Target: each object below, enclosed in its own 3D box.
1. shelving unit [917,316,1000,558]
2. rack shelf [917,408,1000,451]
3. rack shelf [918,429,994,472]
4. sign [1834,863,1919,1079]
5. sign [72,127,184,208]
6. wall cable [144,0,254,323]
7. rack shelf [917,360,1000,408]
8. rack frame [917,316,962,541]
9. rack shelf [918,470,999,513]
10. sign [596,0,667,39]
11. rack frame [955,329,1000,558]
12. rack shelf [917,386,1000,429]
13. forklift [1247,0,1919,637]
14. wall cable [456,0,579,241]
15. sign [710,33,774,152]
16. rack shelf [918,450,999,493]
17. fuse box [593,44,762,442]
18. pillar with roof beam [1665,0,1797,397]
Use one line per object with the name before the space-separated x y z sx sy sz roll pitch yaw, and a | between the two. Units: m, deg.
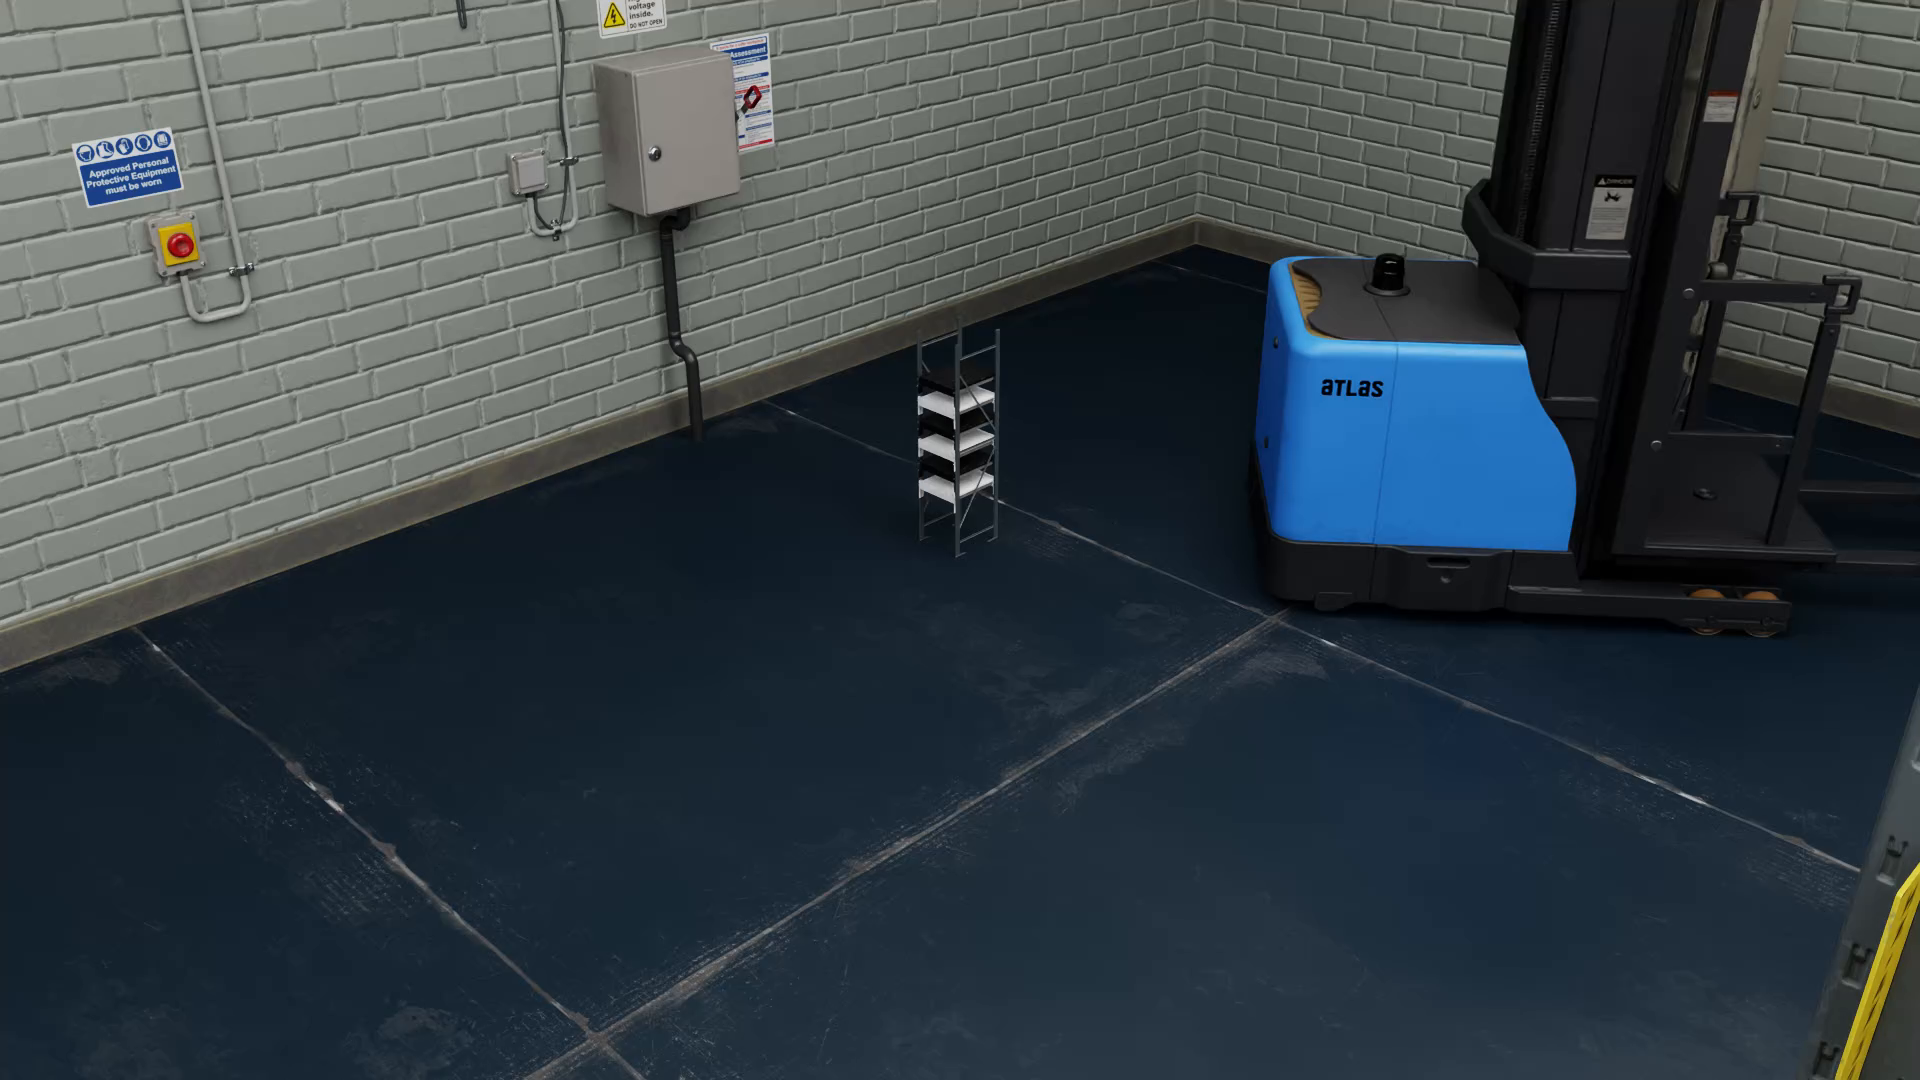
shelving unit | -0.006 -0.401 6.546 0.210 0.900 0.258 25 36 38
rack shelf | -0.006 -0.451 6.519 0.200 0.077 0.258 25 36 38
rack shelf | -0.006 -0.371 6.561 0.200 0.077 0.258 25 36 38
sign | 0.904 0.456 1.645 0.005 0.325 0.100 25 36 38
sign | -2.818 -1.264 5.641 0.001 0.218 0.327 25 36 38
wall cable | -2.740 -1.604 5.452 0.123 1.953 0.585 25 36 38
rack shelf | -0.006 -0.610 6.435 0.200 0.077 0.258 25 36 38
rack frame | -0.078 -0.434 6.609 0.006 0.900 0.240 25 36 38
rack shelf | -0.006 -0.212 6.645 0.200 0.077 0.258 25 36 38
sign | -1.350 -2.205 6.833 0.001 0.242 0.339 25 36 38
rack frame | 0.067 -0.368 6.483 0.006 0.900 0.240 25 36 38
rack shelf | -0.006 -0.531 6.477 0.200 0.077 0.258 25 36 38
forklift | 2.686 -1.200 5.884 3.031 2.935 1.130 2 28 4
wall cable | -1.754 -2.065 6.362 0.122 1.984 0.588 25 36 38
sign | -0.965 -1.979 7.394 0.001 0.494 0.329 25 36 38
rack shelf | -0.006 -0.292 6.603 0.200 0.077 0.258 25 36 38
fuse box | -1.163 -1.220 7.231 0.414 1.711 0.539 25 36 38
pillar with roof beam | 0.465 -3.362 3.475 0.400 9.000 9.100 25 36 38
